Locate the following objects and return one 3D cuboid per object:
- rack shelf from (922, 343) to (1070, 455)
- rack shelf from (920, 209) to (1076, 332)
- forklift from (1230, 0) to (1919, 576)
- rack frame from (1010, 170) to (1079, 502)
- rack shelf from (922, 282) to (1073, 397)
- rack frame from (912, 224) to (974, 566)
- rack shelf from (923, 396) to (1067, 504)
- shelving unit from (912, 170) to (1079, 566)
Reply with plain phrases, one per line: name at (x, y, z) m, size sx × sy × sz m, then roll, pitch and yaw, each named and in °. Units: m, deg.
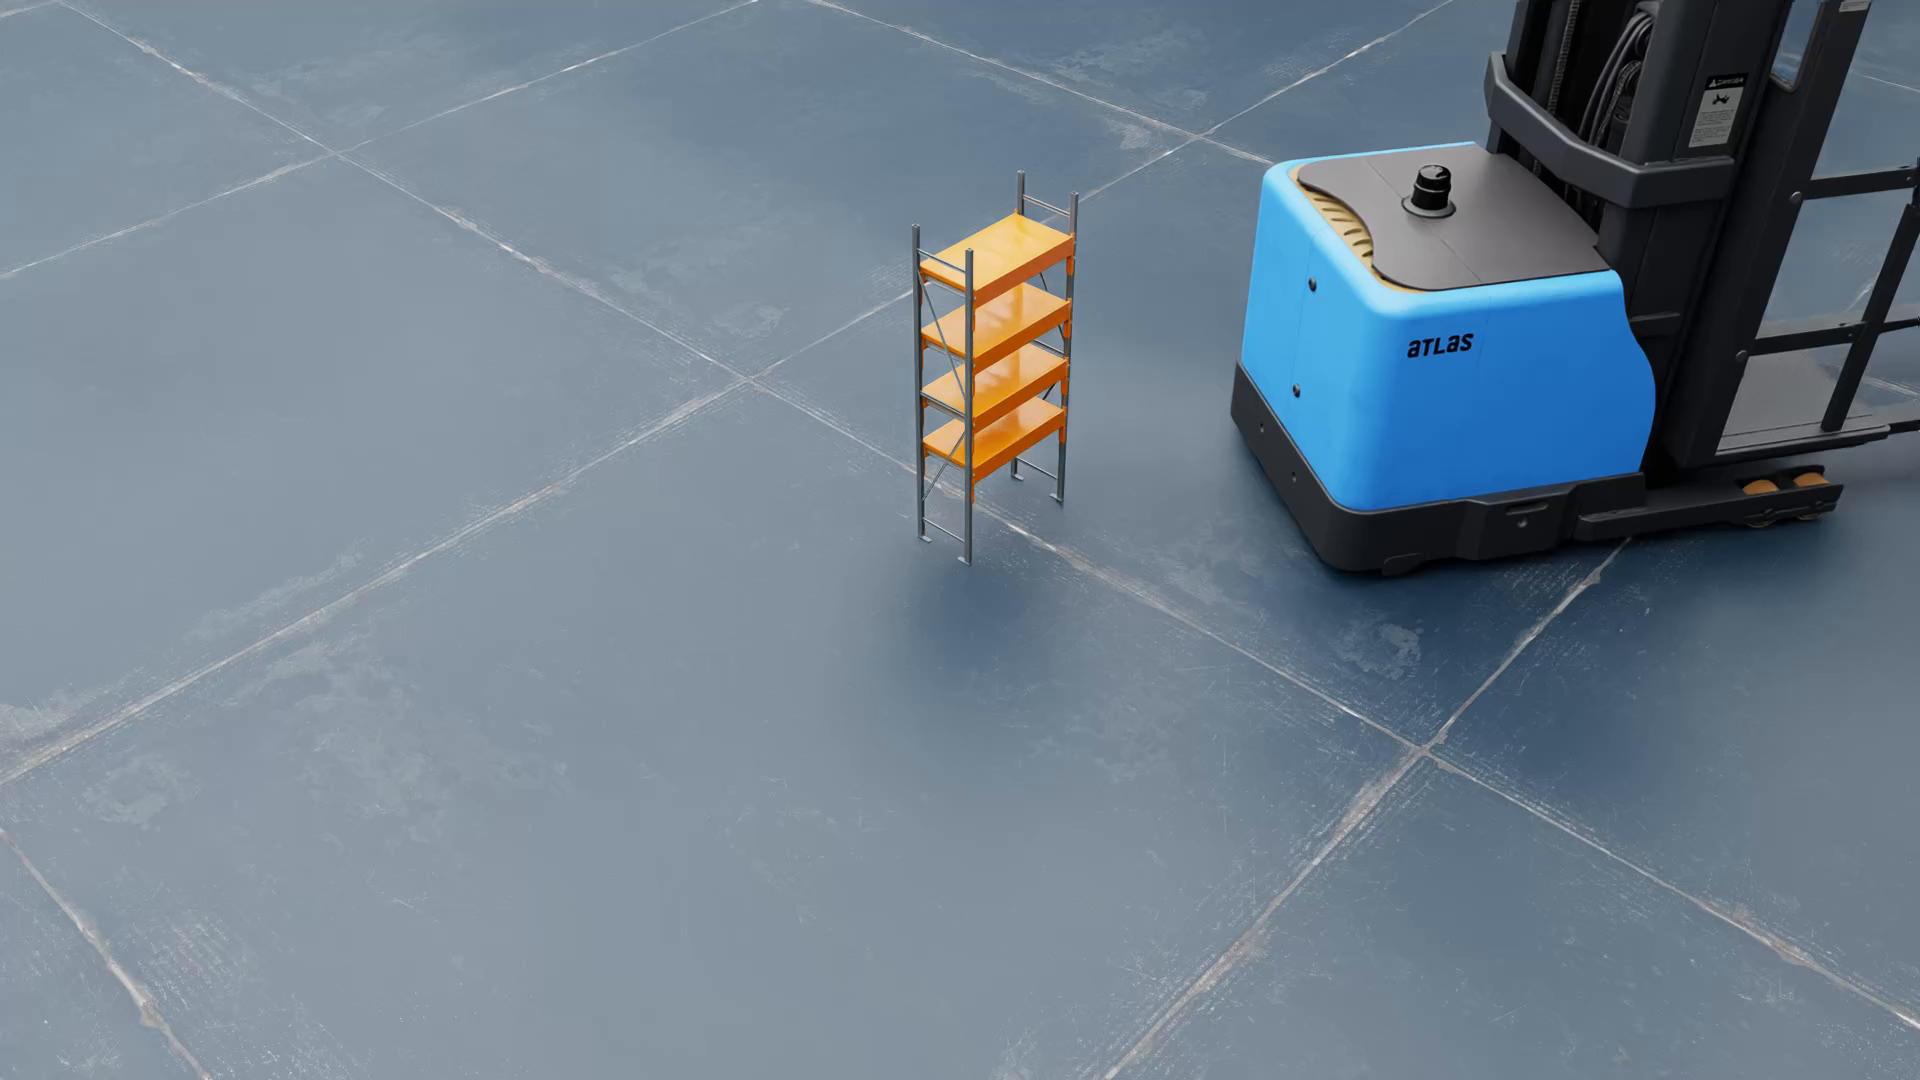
rack shelf at (0.112, -0.493, 5.514) m, size 0.258 × 0.148 × 0.480 m, roll 30°, pitch 47°, yaw 32°
rack shelf at (0.112, -0.853, 5.228) m, size 0.258 × 0.148 × 0.480 m, roll 30°, pitch 47°, yaw 32°
forklift at (2.585, -1.504, 5.286) m, size 3.031 × 2.935 × 1.130 m, roll -8°, pitch 39°, yaw -10°
rack frame at (0.276, -0.658, 5.613) m, size 0.240 × 1.200 × 0.015 m, roll 30°, pitch 47°, yaw 32°
rack shelf at (0.112, -0.668, 5.375) m, size 0.258 × 0.148 × 0.480 m, roll 30°, pitch 47°, yaw 32°
rack frame at (-0.053, -0.434, 5.331) m, size 0.240 × 1.200 × 0.015 m, roll 30°, pitch 47°, yaw 32°
rack shelf at (0.112, -0.338, 5.638) m, size 0.258 × 0.148 × 0.480 m, roll 30°, pitch 47°, yaw 32°
shelving unit at (0.112, -0.546, 5.472) m, size 0.258 × 1.200 × 0.503 m, roll 30°, pitch 47°, yaw 32°
